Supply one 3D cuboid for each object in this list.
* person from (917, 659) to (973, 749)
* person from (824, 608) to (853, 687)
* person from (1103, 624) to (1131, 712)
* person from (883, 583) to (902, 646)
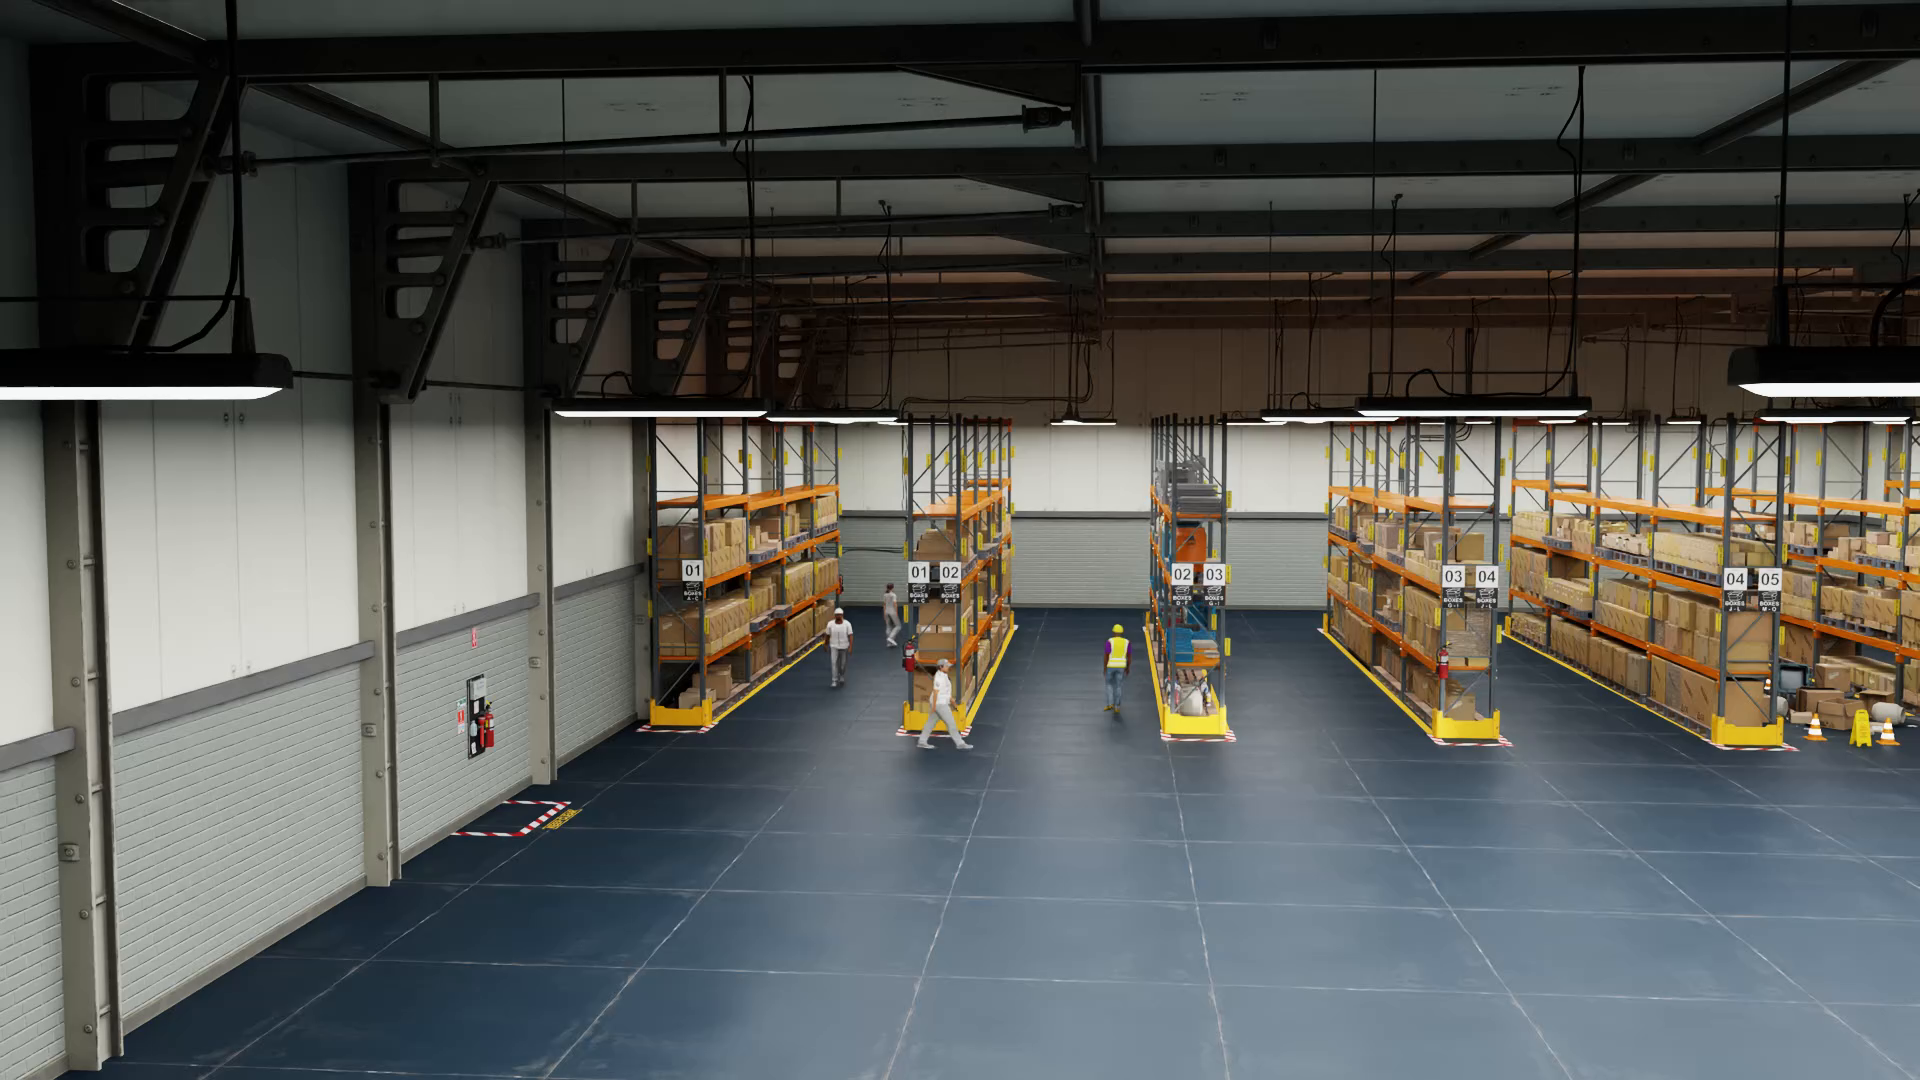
[{"bbox_3d":[-0.277,2.908,29.548,0.975,1.606,0.495,-1,4,-8],"label":"person"},{"bbox_3d":[-2.688,2.359,36.834,0.626,1.705,1.048,0,4,-7],"label":"person"},{"bbox_3d":[3.169,2.605,33.508,0.575,1.802,0.527,0,4,2],"label":"person"},{"bbox_3d":[-1.833,1.960,43.555,0.482,1.672,0.472,3,5,38],"label":"person"}]
